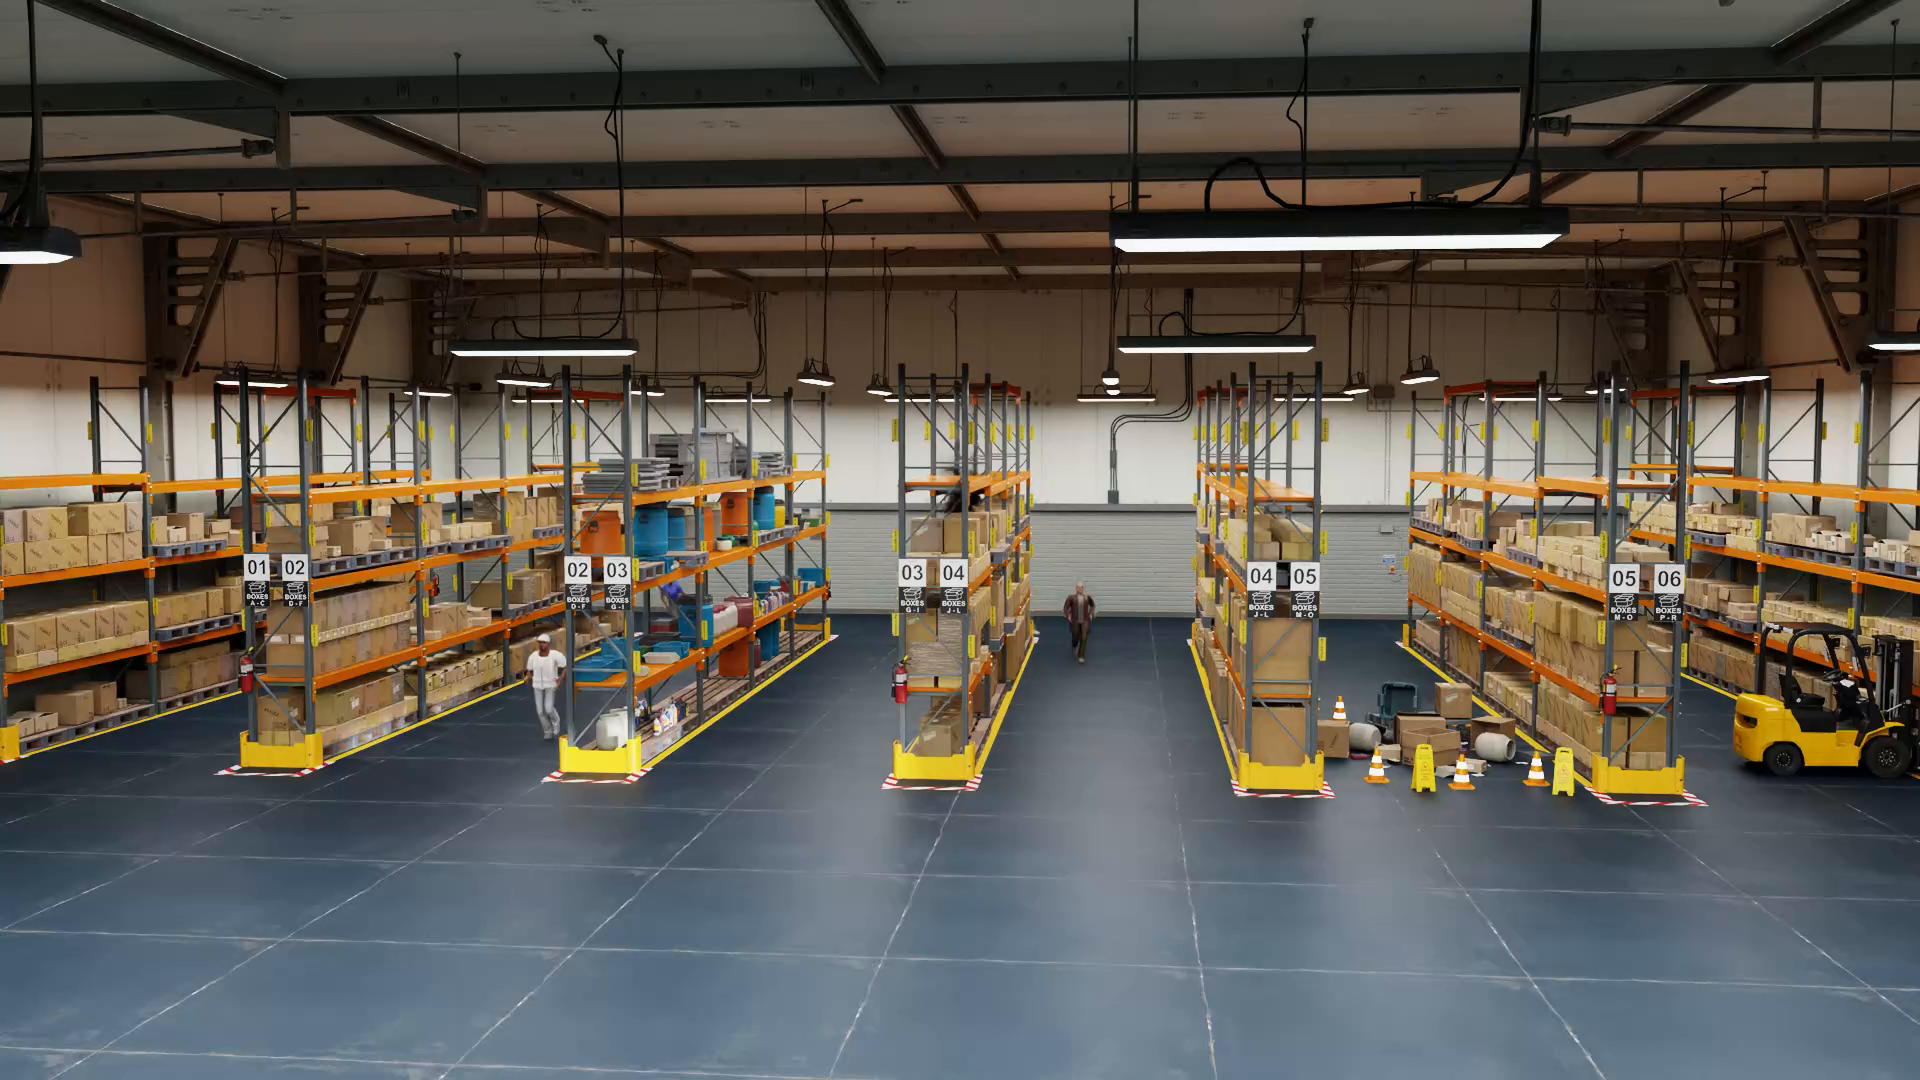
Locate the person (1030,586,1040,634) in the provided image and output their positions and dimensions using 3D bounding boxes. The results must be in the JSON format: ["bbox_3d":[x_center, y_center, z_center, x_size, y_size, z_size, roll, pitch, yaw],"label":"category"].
[{"bbox_3d":[1.571,1.492,41.459,0.991,1.659,0.594,2,4,27],"label":"person"}]

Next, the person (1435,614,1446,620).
[{"bbox_3d":[11.777,1.628,40.228,0.636,1.646,0.744,2,4,30],"label":"person"}]

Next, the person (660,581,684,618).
[{"bbox_3d":[-6.932,1.636,40.234,0.632,1.604,0.816,-1,4,-13],"label":"person"}]

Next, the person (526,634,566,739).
[{"bbox_3d":[-6.757,2.396,27.082,0.674,1.721,0.569,0,4,6],"label":"person"}]

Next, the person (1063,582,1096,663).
[{"bbox_3d":[2.630,1.801,36.460,0.723,1.729,0.799,0,4,-4],"label":"person"}]
